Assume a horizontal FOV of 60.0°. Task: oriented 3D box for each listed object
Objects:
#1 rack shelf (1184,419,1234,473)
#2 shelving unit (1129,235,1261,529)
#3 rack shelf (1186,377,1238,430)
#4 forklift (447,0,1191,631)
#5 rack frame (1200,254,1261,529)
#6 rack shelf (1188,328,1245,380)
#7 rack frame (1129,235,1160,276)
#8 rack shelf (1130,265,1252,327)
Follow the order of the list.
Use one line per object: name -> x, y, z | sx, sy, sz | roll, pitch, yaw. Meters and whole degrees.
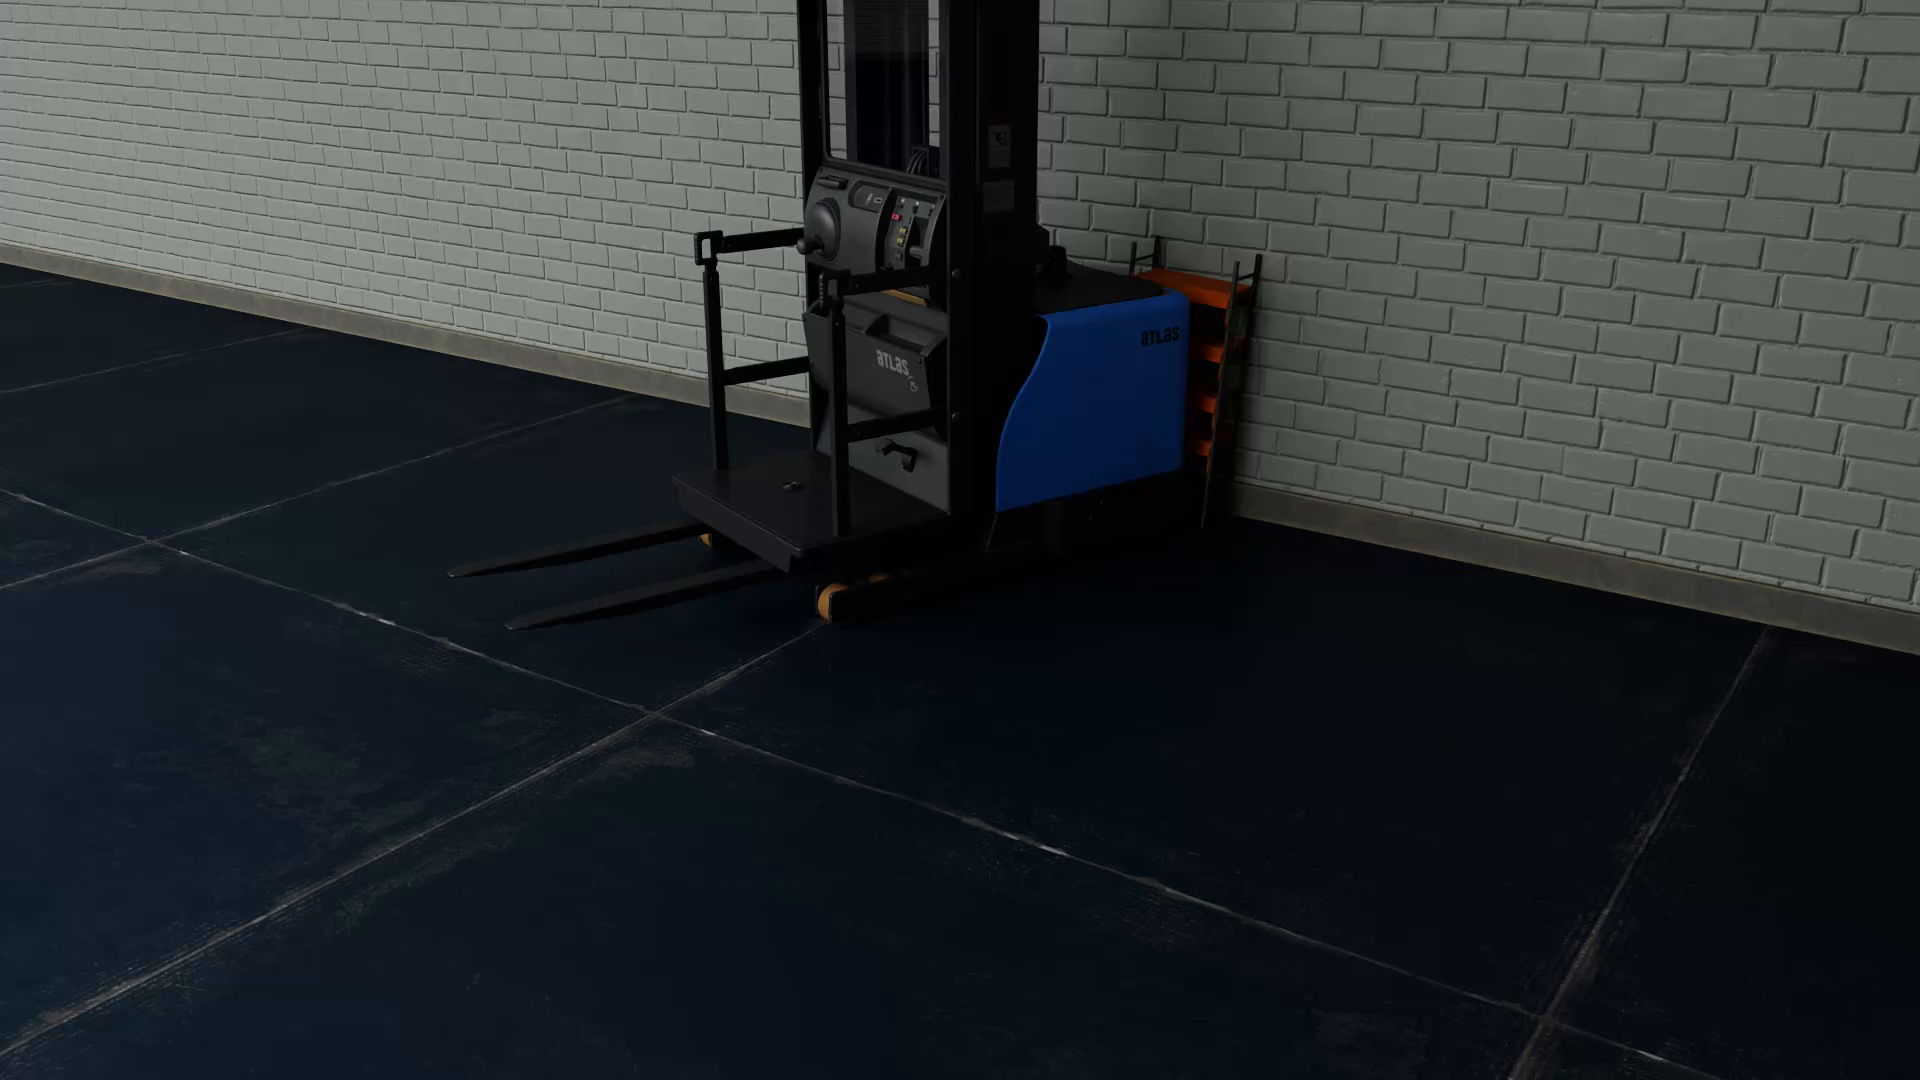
rack shelf -> 0.963, -0.456, 7.499 | 0.480, 0.148, 0.258 | 17, 25, 30
shelving unit -> 0.981, -0.704, 7.403 | 0.503, 1.200, 0.258 | 17, 25, 30
rack shelf -> 0.976, -0.641, 7.427 | 0.480, 0.148, 0.258 | 17, 25, 30
forklift -> -0.513, -1.250, 6.421 | 3.031, 2.935, 1.130 | -14, 24, -32
rack frame -> 1.183, -0.642, 7.282 | 0.015, 1.200, 0.240 | 17, 25, 30
rack shelf -> 0.991, -0.849, 7.347 | 0.480, 0.148, 0.258 | 17, 25, 30
rack frame -> 0.778, -0.765, 7.524 | 0.015, 1.200, 0.240 | 17, 25, 30
rack shelf -> 1.008, -1.069, 7.261 | 0.480, 0.148, 0.258 | 17, 25, 30
